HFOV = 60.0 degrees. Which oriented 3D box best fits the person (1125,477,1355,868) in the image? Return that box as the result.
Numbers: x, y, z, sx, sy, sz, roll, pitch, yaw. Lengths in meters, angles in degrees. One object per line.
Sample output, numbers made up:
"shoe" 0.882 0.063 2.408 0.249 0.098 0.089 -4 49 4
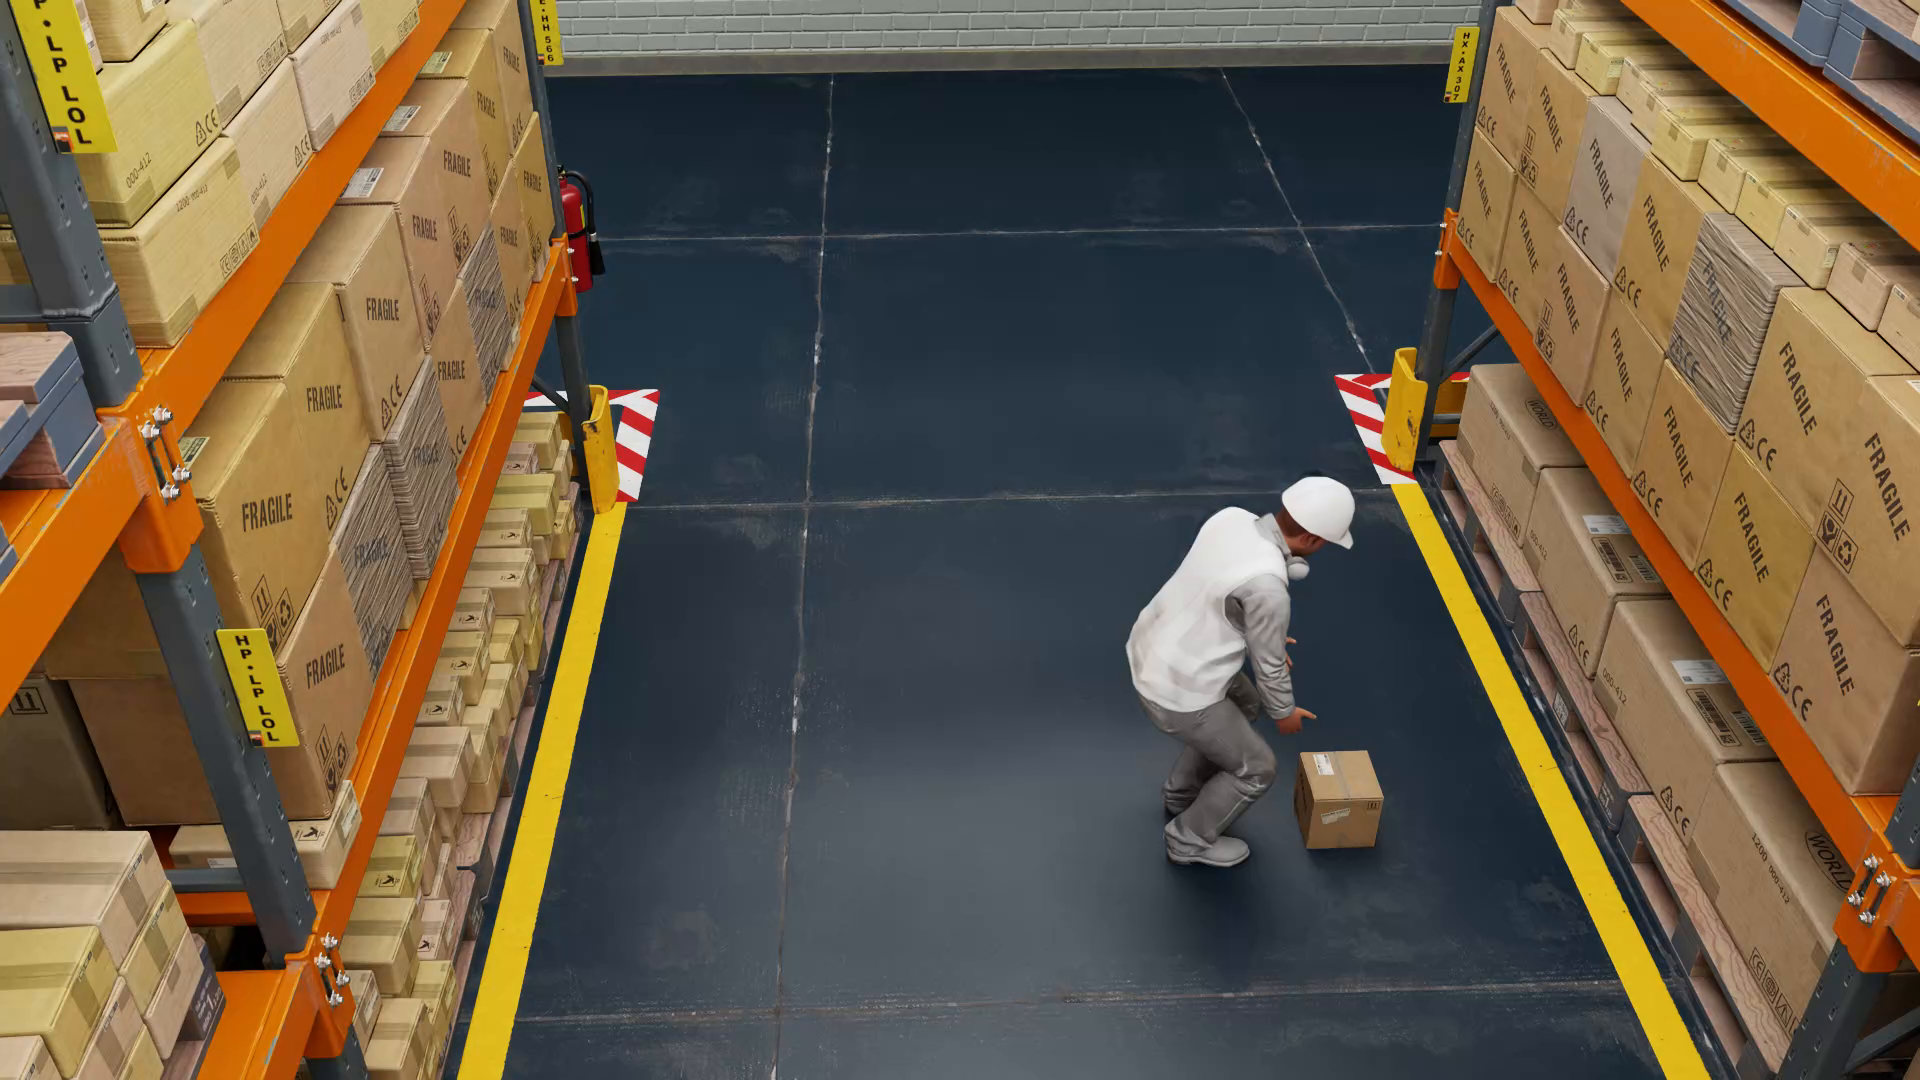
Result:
"person" 0.933 0.432 5.745 0.713 1.506 0.590 -1 35 -2
